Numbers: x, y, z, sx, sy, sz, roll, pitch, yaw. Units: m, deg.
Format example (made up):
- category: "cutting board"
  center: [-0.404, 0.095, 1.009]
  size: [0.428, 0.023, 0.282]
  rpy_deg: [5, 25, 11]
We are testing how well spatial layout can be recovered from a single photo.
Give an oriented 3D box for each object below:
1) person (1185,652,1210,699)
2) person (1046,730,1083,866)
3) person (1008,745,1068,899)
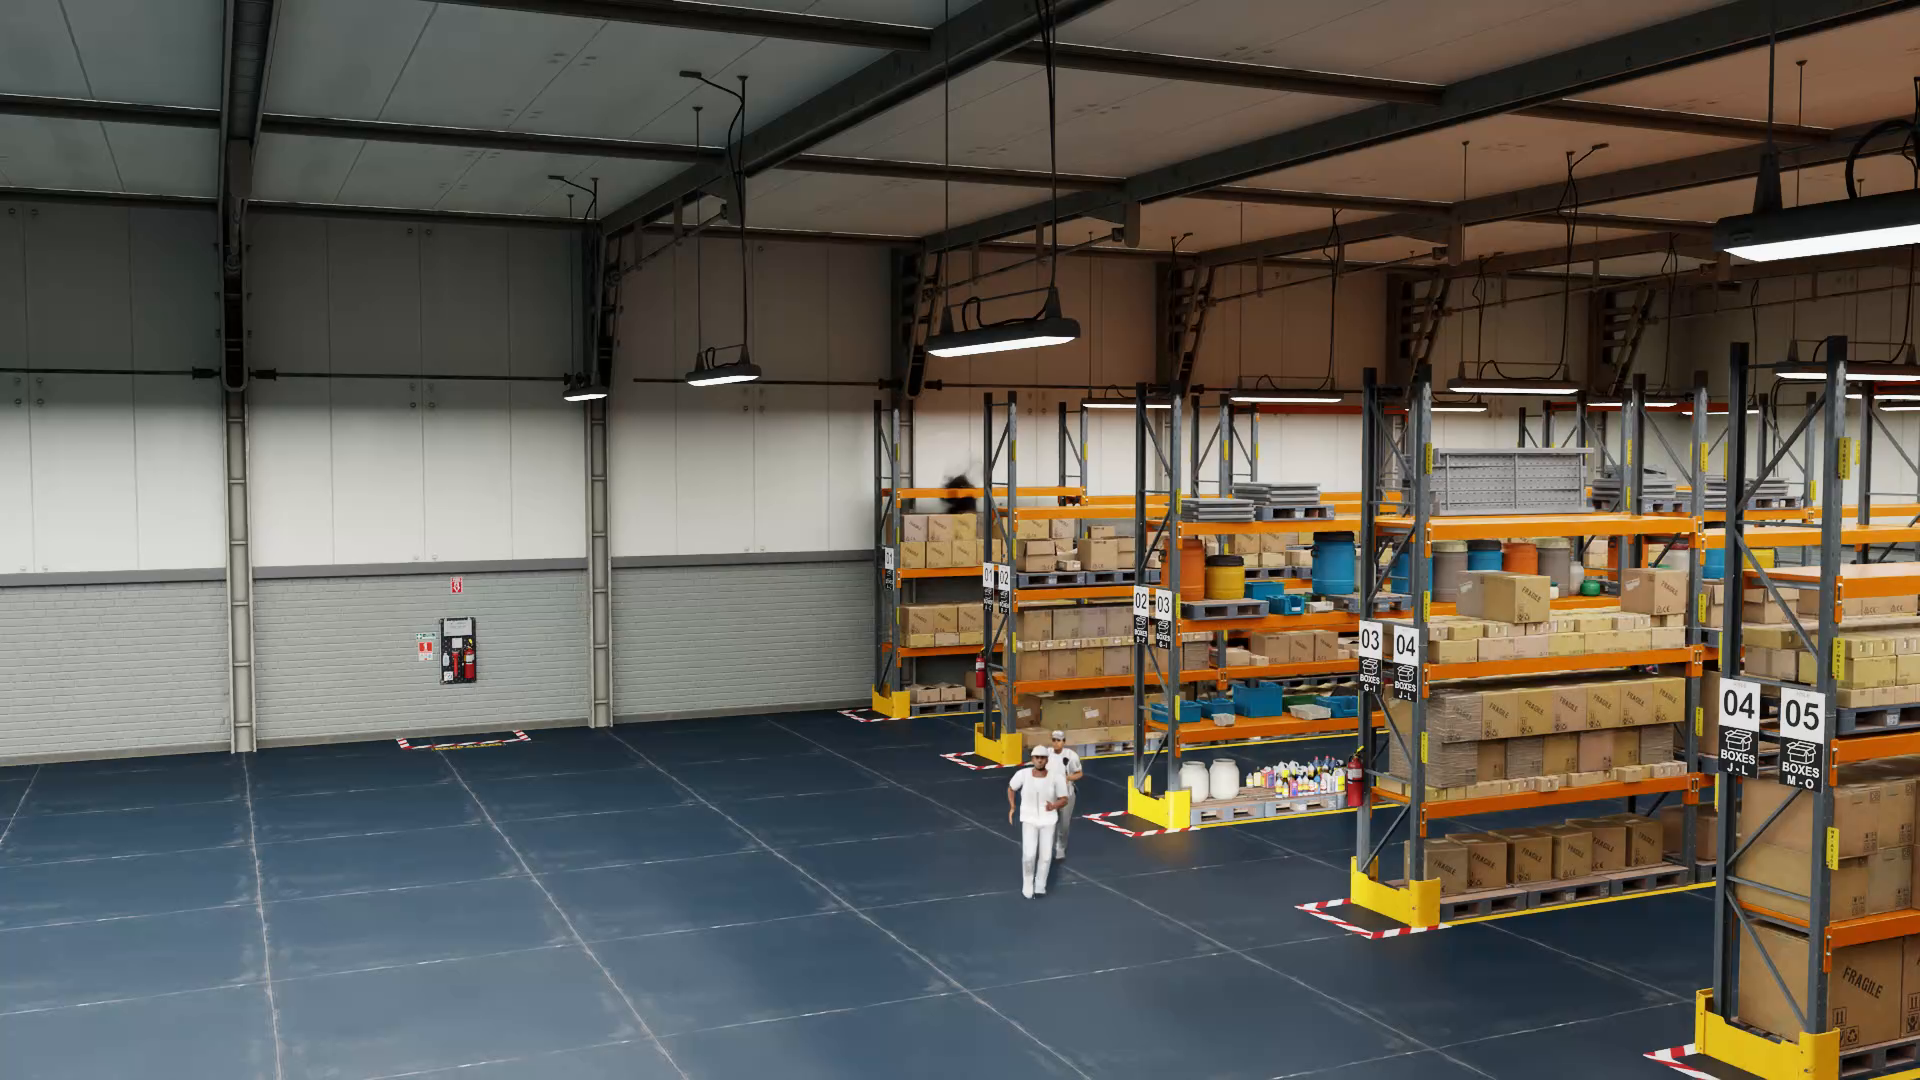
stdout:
- category: "person"
  center: [4.396, 2.539, 30.652]
  size: [0.717, 1.710, 0.674]
  rpy_deg: [-1, 4, -22]
- category: "person"
  center: [1.219, 3.170, 20.367]
  size: [0.574, 1.704, 0.687]
  rpy_deg: [0, 3, 8]
- category: "person"
  center: [0.881, 3.187, 18.758]
  size: [0.675, 1.741, 0.672]
  rpy_deg: [0, 3, 0]
